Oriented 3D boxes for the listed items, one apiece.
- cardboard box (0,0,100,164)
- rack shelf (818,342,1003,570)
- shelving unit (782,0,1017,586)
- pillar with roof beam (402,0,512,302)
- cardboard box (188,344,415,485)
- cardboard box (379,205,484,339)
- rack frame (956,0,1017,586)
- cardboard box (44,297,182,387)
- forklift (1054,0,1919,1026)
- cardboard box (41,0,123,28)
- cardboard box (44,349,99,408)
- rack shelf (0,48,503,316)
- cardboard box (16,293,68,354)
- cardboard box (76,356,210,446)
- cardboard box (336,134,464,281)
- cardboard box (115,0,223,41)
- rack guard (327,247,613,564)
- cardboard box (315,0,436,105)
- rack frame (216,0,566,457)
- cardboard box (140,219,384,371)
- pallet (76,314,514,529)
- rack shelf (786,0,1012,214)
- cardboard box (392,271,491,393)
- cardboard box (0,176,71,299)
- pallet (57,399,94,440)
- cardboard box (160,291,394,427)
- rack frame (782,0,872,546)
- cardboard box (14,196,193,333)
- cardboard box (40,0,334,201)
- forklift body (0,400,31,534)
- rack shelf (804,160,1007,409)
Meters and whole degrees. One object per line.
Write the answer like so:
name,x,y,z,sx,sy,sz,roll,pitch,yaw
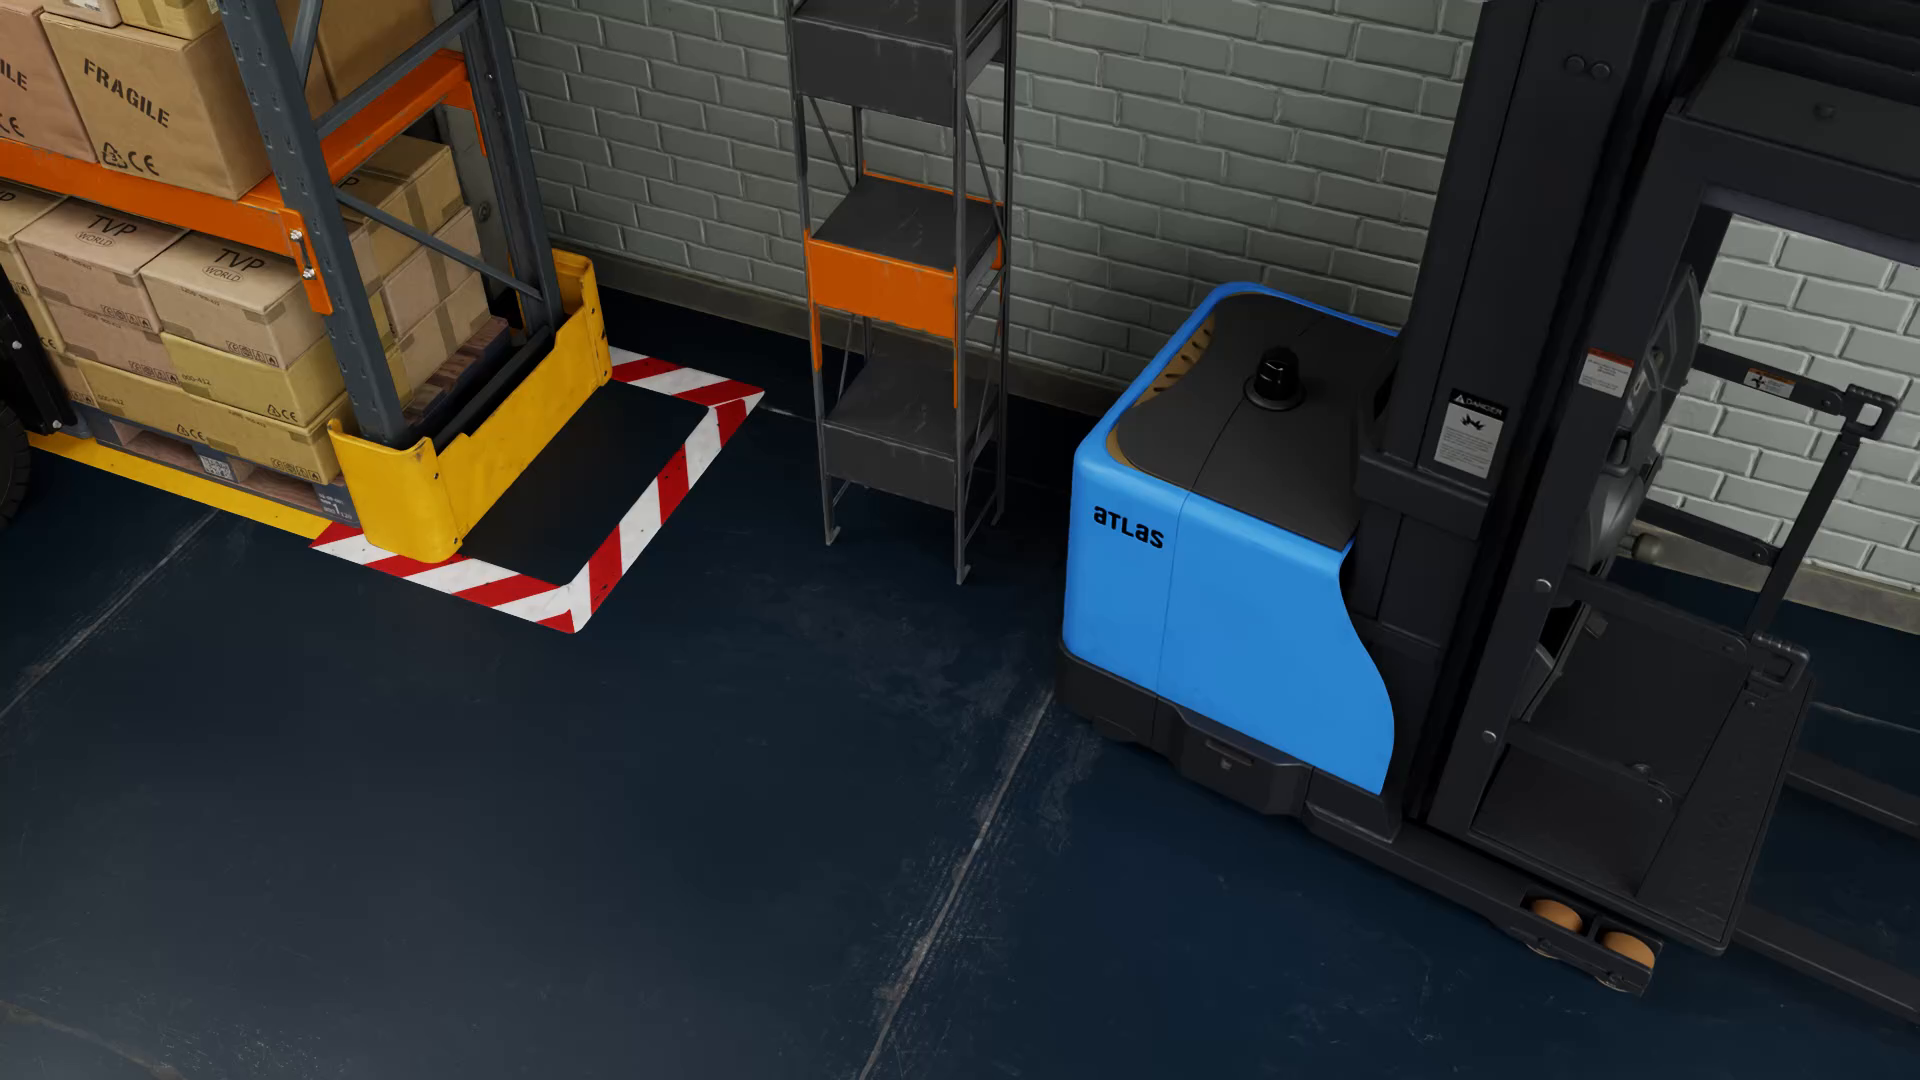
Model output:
cardboard box,-2.751,-1.547,5.108,0.500,0.500,0.500,18,48,17
rack shelf,-0.153,-0.283,5.558,0.480,0.518,0.431,16,47,16
shelving unit,-0.153,-0.789,5.055,0.503,2.100,0.431,16,47,16
pillar with roof beam,-3.674,-1.502,0.880,0.400,9.000,9.100,16,47,16
cardboard box,-2.276,-0.498,5.776,0.500,0.250,0.500,17,47,16
cardboard box,-2.074,-1.017,5.942,0.500,0.250,0.500,17,47,17
rack frame,0.072,-0.723,4.988,0.015,2.100,0.400,16,47,16
cardboard box,-2.749,-0.826,5.750,0.500,0.250,0.500,16,47,15
forklift,1.815,-0.247,3.920,3.031,2.935,1.130,24,50,22
cardboard box,-2.396,-1.629,4.730,0.250,0.149,0.380,17,47,16
cardboard box,-3.189,-0.781,6.060,0.500,0.250,0.500,17,47,16
rack shelf,-3.566,-1.690,5.832,4.000,0.370,1.077,16,47,16
cardboard box,-3.233,-0.952,5.877,0.500,0.250,0.500,15,47,15
cardboard box,-2.731,-0.640,5.918,0.500,0.250,0.500,16,47,16
cardboard box,-2.091,-1.185,5.757,0.500,0.250,0.500,16,47,15
cardboard box,-2.148,-1.579,4.680,0.250,0.149,0.380,17,47,16
rack guard,-1.698,-0.510,5.908,0.348,0.500,1.175,16,47,16
cardboard box,-2.071,-1.753,5.314,0.500,0.500,0.500,18,48,17
rack frame,-1.720,-1.402,5.033,0.127,3.000,1.000,16,47,16
cardboard box,-2.266,-0.853,5.423,0.500,0.250,0.500,18,48,17
pallet,-2.442,-0.594,6.197,1.213,0.211,1.003,16,47,16
rack shelf,-0.153,-1.276,4.570,0.480,0.518,0.431,16,47,16
cardboard box,-2.099,-0.837,6.116,0.500,0.250,0.500,17,47,16
cardboard box,-3.209,-1.118,5.690,0.500,0.250,0.500,17,47,16
pallet,-3.564,-0.927,6.531,1.213,0.211,1.003,16,47,16
cardboard box,-2.290,-0.682,5.606,0.500,0.250,0.500,16,47,15
rack frame,-0.378,-0.856,5.121,0.015,2.100,0.400,16,47,16
cardboard box,-2.739,-0.988,5.559,0.500,0.250,0.500,17,47,17
cardboard box,-2.276,-1.400,4.960,0.500,0.500,0.500,15,47,15
forklift body,-4.173,-0.429,4.656,1.214,2.155,2.313,16,47,16
rack shelf,-0.153,-0.780,5.064,0.480,0.518,0.431,16,47,16
